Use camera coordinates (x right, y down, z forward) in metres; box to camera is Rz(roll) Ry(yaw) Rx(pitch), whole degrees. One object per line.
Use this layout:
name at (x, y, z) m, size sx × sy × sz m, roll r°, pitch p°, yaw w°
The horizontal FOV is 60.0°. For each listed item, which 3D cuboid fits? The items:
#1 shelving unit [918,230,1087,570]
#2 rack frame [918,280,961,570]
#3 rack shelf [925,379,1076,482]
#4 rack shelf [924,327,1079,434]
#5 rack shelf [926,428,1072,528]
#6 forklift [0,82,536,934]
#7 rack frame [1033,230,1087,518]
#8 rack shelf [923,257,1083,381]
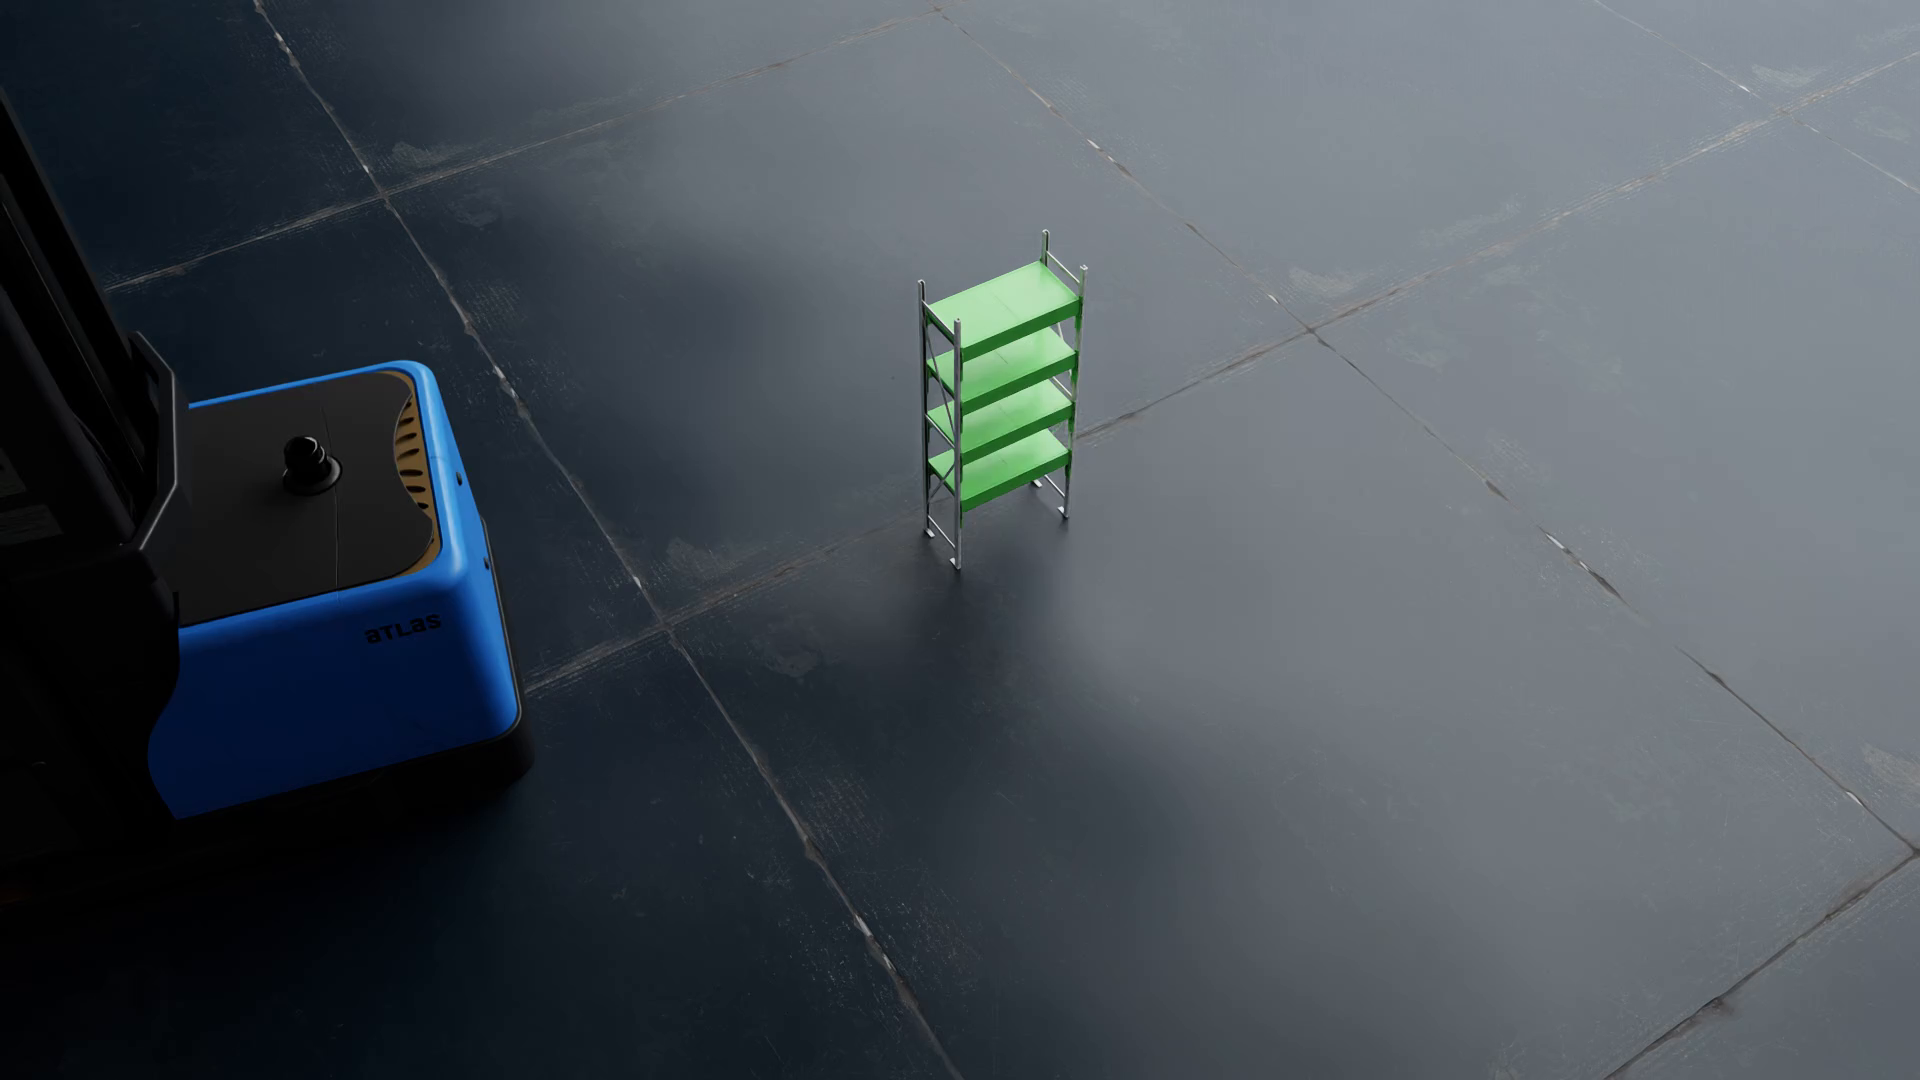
shelving unit at (0.140, -0.465, 5.861) m, size 0.503 × 1.200 × 0.258 m, roll -25°, pitch 53°, yaw -21°
rack frame at (-0.066, -0.368, 5.774) m, size 0.015 × 1.200 × 0.240 m, roll -25°, pitch 53°, yaw -21°
rack shelf at (0.140, -0.422, 5.908) m, size 0.480 × 0.148 × 0.258 m, roll -25°, pitch 53°, yaw -21°
rack shelf at (0.140, -0.582, 5.729) m, size 0.480 × 0.148 × 0.258 m, roll -25°, pitch 53°, yaw -21°
rack shelf at (0.140, -0.263, 6.088) m, size 0.480 × 0.148 × 0.258 m, roll -25°, pitch 53°, yaw -21°
forklift at (-2.982, -0.167, 4.436) m, size 3.031 × 2.935 × 1.130 m, roll -14°, pitch 50°, yaw -12°
rack frame at (0.346, -0.562, 5.947) m, size 0.015 × 1.200 × 0.240 m, roll -25°, pitch 53°, yaw -21°
rack shelf at (0.140, -0.742, 5.550) m, size 0.480 × 0.148 × 0.258 m, roll -25°, pitch 53°, yaw -21°
